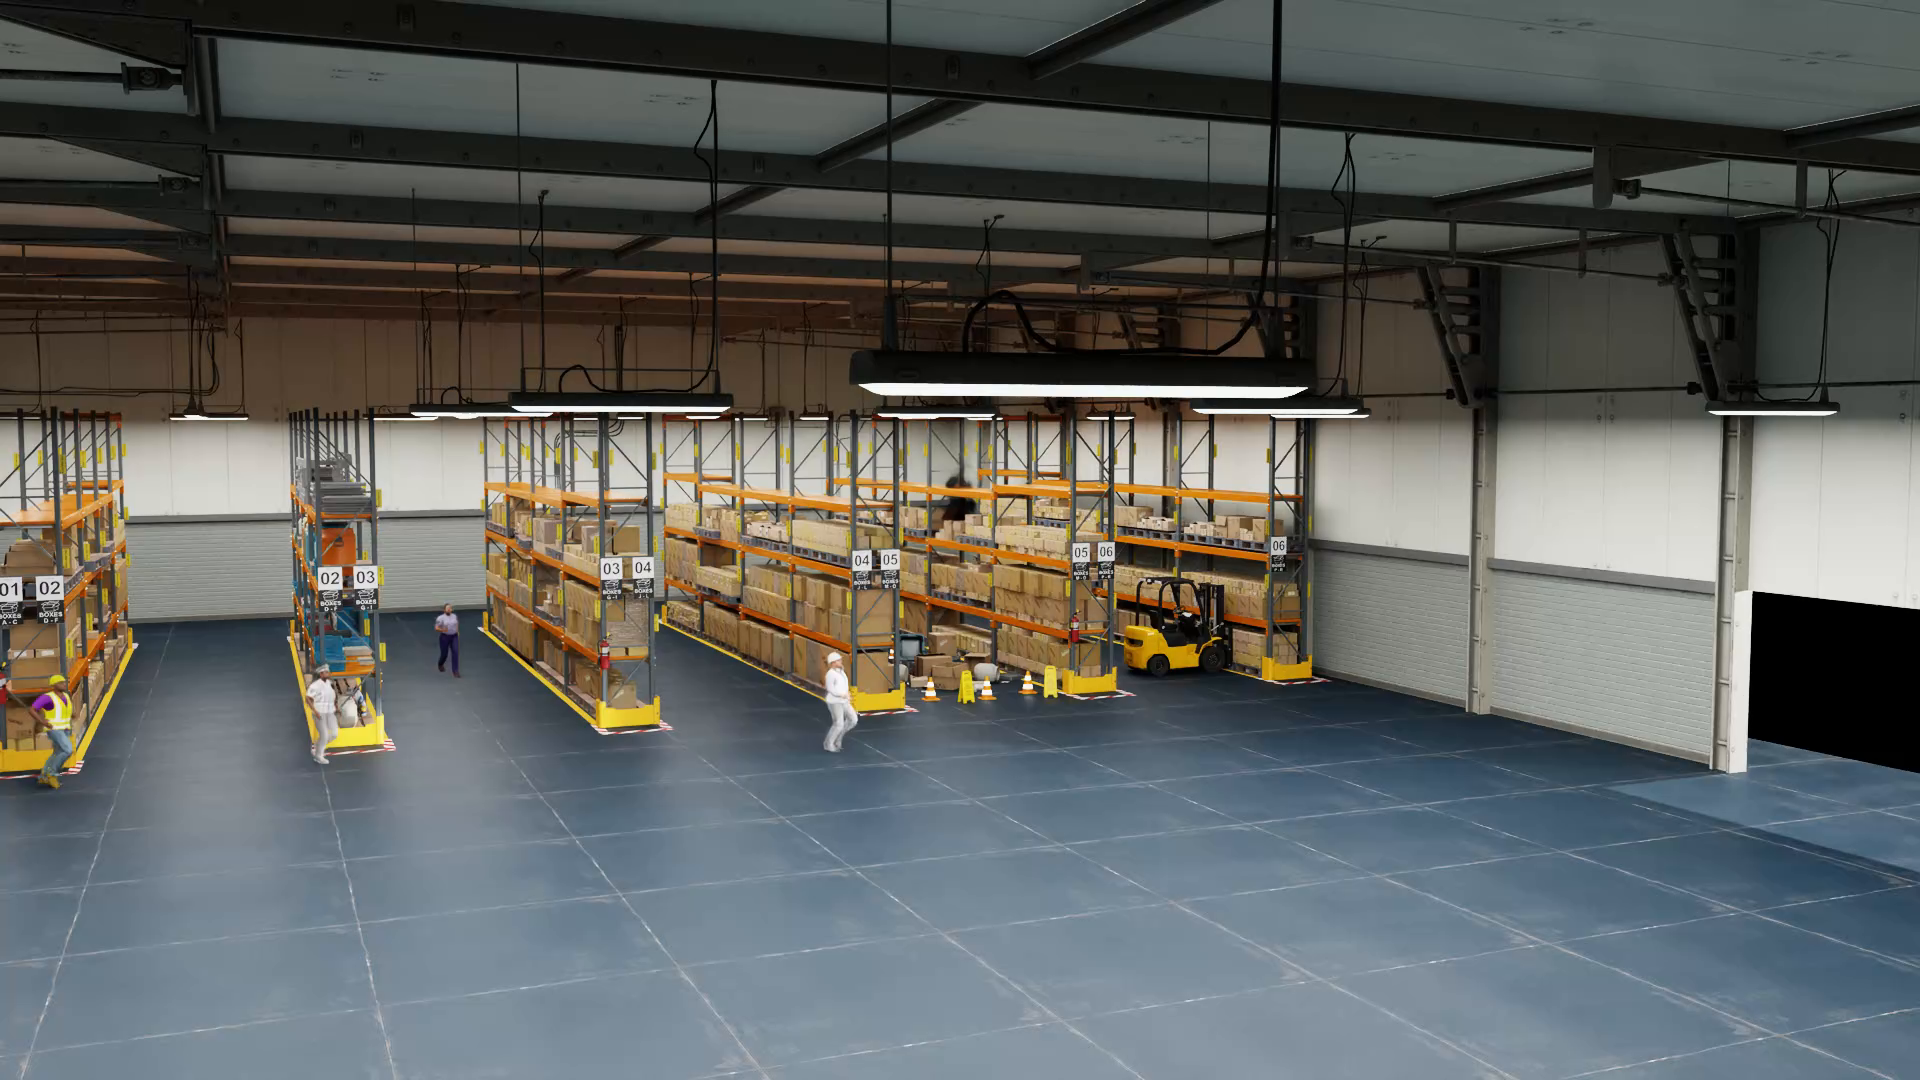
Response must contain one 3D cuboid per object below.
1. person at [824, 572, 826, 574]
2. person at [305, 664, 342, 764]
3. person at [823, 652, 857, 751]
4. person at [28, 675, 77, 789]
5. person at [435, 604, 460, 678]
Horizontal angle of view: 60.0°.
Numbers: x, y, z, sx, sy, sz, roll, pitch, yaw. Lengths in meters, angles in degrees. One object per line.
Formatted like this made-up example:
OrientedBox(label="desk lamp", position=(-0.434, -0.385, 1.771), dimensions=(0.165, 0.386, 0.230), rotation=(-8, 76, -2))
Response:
OrientedBox(label="person", position=(-3.968, 1.345, 51.298), dimensions=(0.753, 1.644, 0.770), rotation=(-1, 4, -20))
OrientedBox(label="person", position=(-10.756, 2.944, 28.184), dimensions=(0.497, 1.641, 0.632), rotation=(2, 5, 28))
OrientedBox(label="person", position=(-2.104, 2.817, 29.055), dimensions=(0.592, 1.729, 0.672), rotation=(1, 4, 19))
OrientedBox(label="person", position=(-14.245, 3.018, 26.269), dimensions=(0.609, 1.773, 0.735), rotation=(0, 4, 5))
OrientedBox(label="person", position=(-11.558, 2.264, 37.565), dimensions=(0.606, 1.636, 0.924), rotation=(-3, 5, -37))
